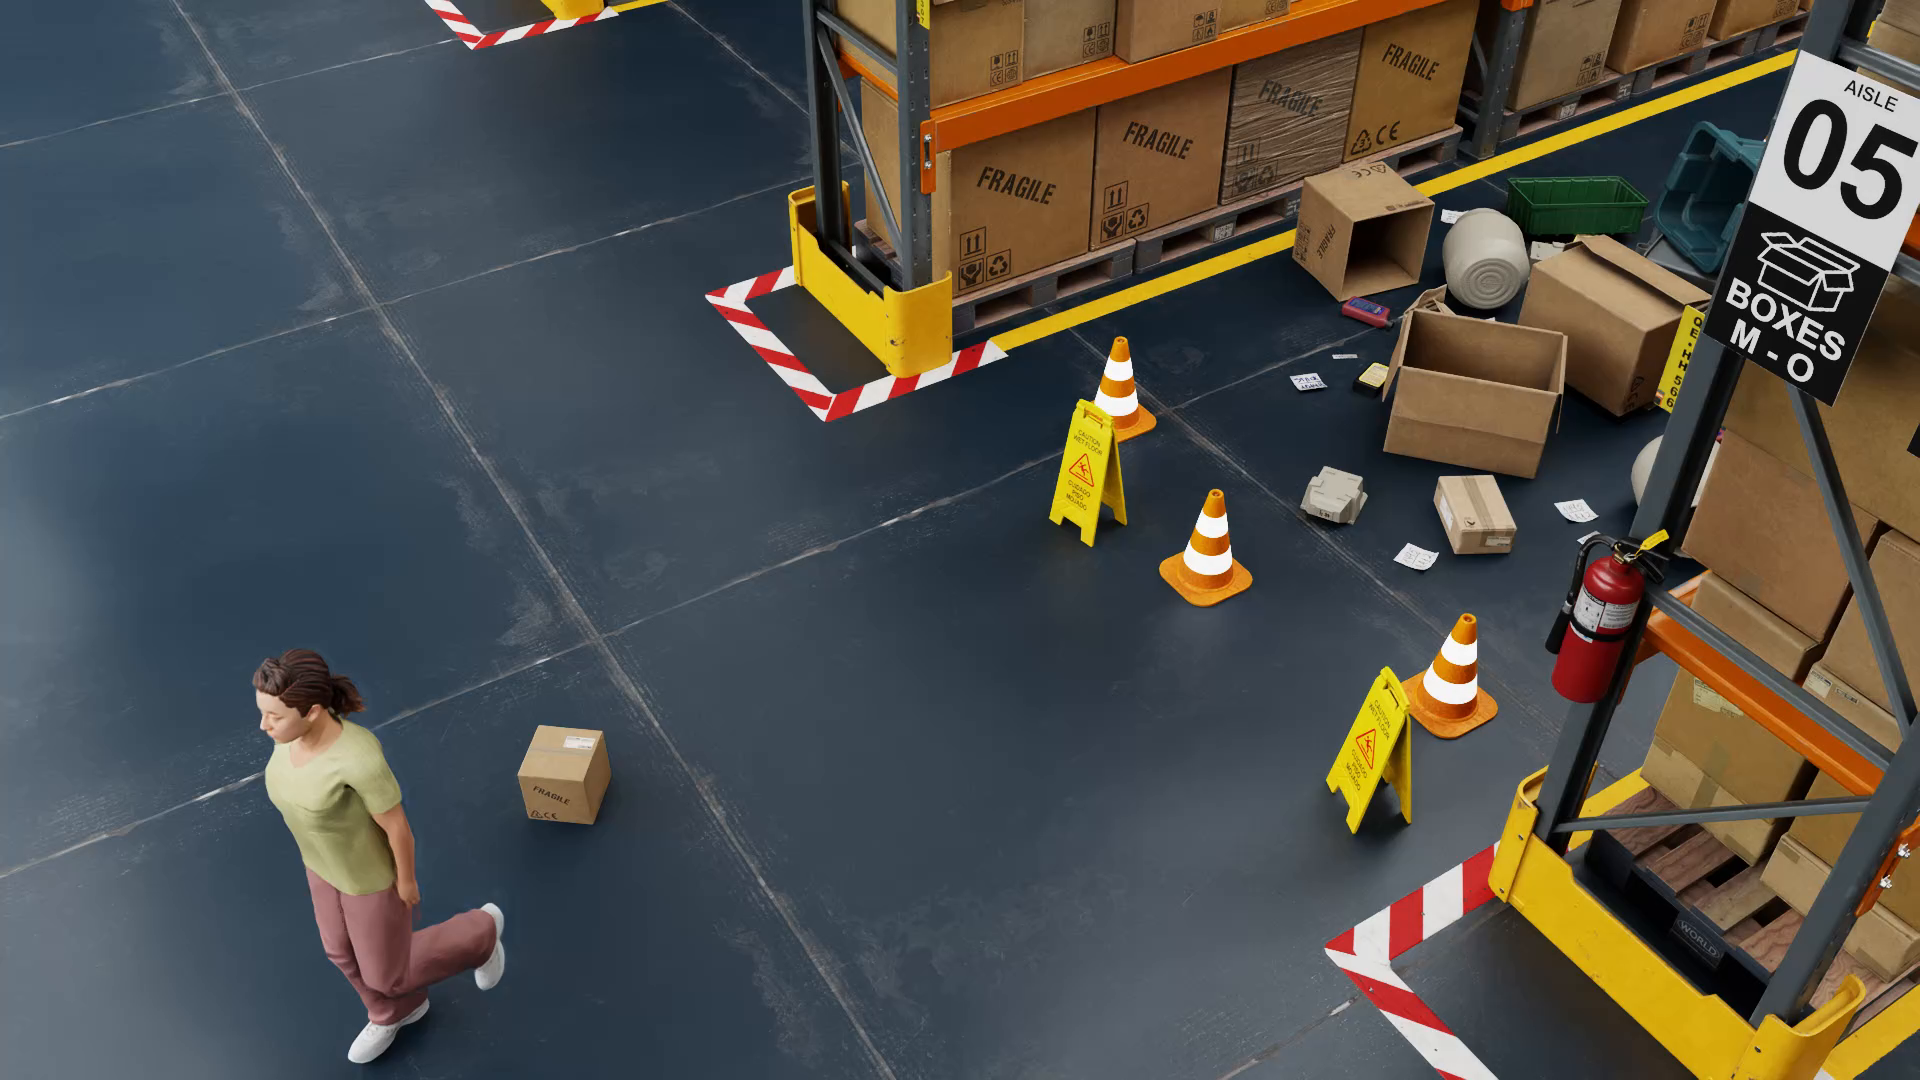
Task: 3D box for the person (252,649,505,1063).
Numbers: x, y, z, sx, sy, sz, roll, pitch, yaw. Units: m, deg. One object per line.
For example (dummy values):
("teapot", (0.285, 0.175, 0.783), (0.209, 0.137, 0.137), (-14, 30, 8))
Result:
("person", (-1.789, 0.938, 5.043), (0.446, 1.657, 0.583), (24, 46, 25))
